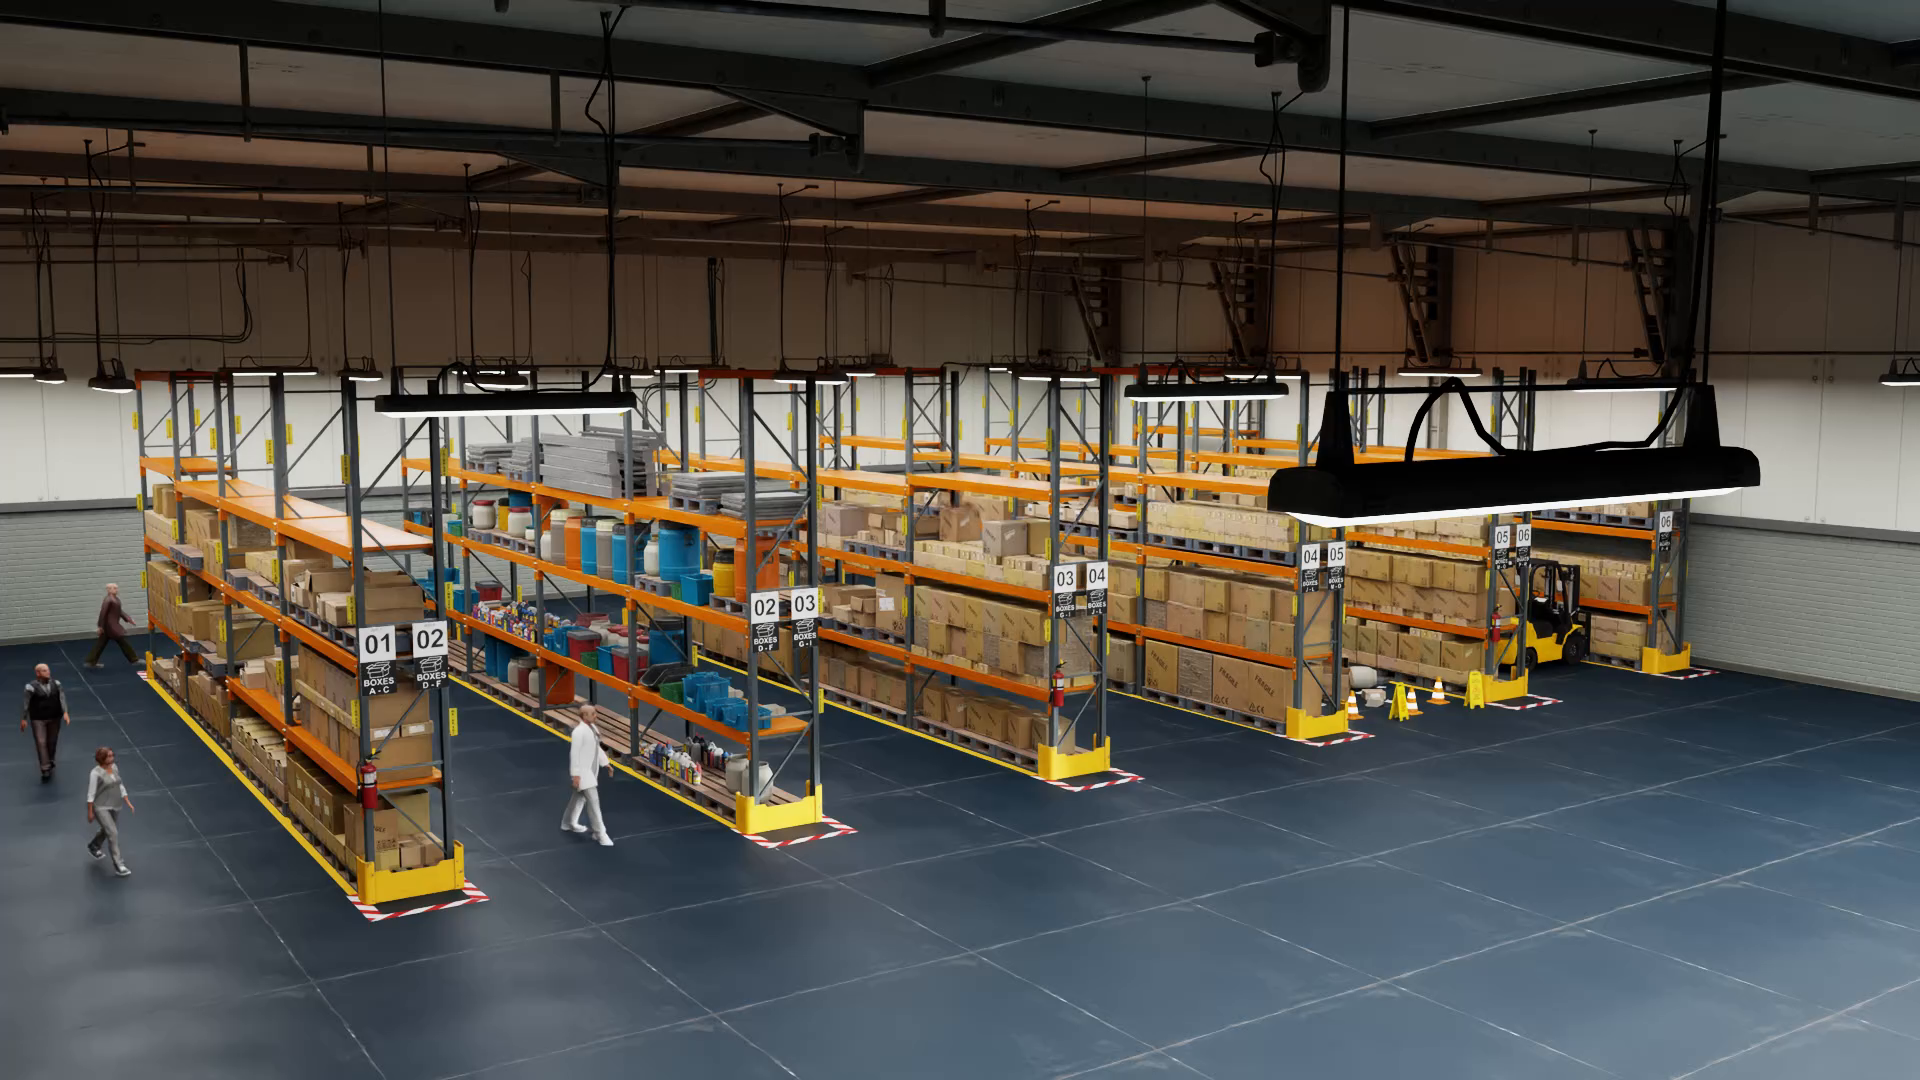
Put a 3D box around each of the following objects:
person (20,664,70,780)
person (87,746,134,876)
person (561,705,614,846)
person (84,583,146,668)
[{"bbox_3d":[-13.669,2.674,24.858,0.617,1.652,1.058,-6,9,-42],"label":"person"},{"bbox_3d":[-10.414,3.259,20.287,1.003,1.536,0.479,4,7,29],"label":"person"},{"bbox_3d":[-4.847,3.028,21.647,0.950,1.796,0.672,3,7,23],"label":"person"},{"bbox_3d":[-16.915,1.703,33.294,1.165,1.694,0.533,-4,7,-30],"label":"person"}]
